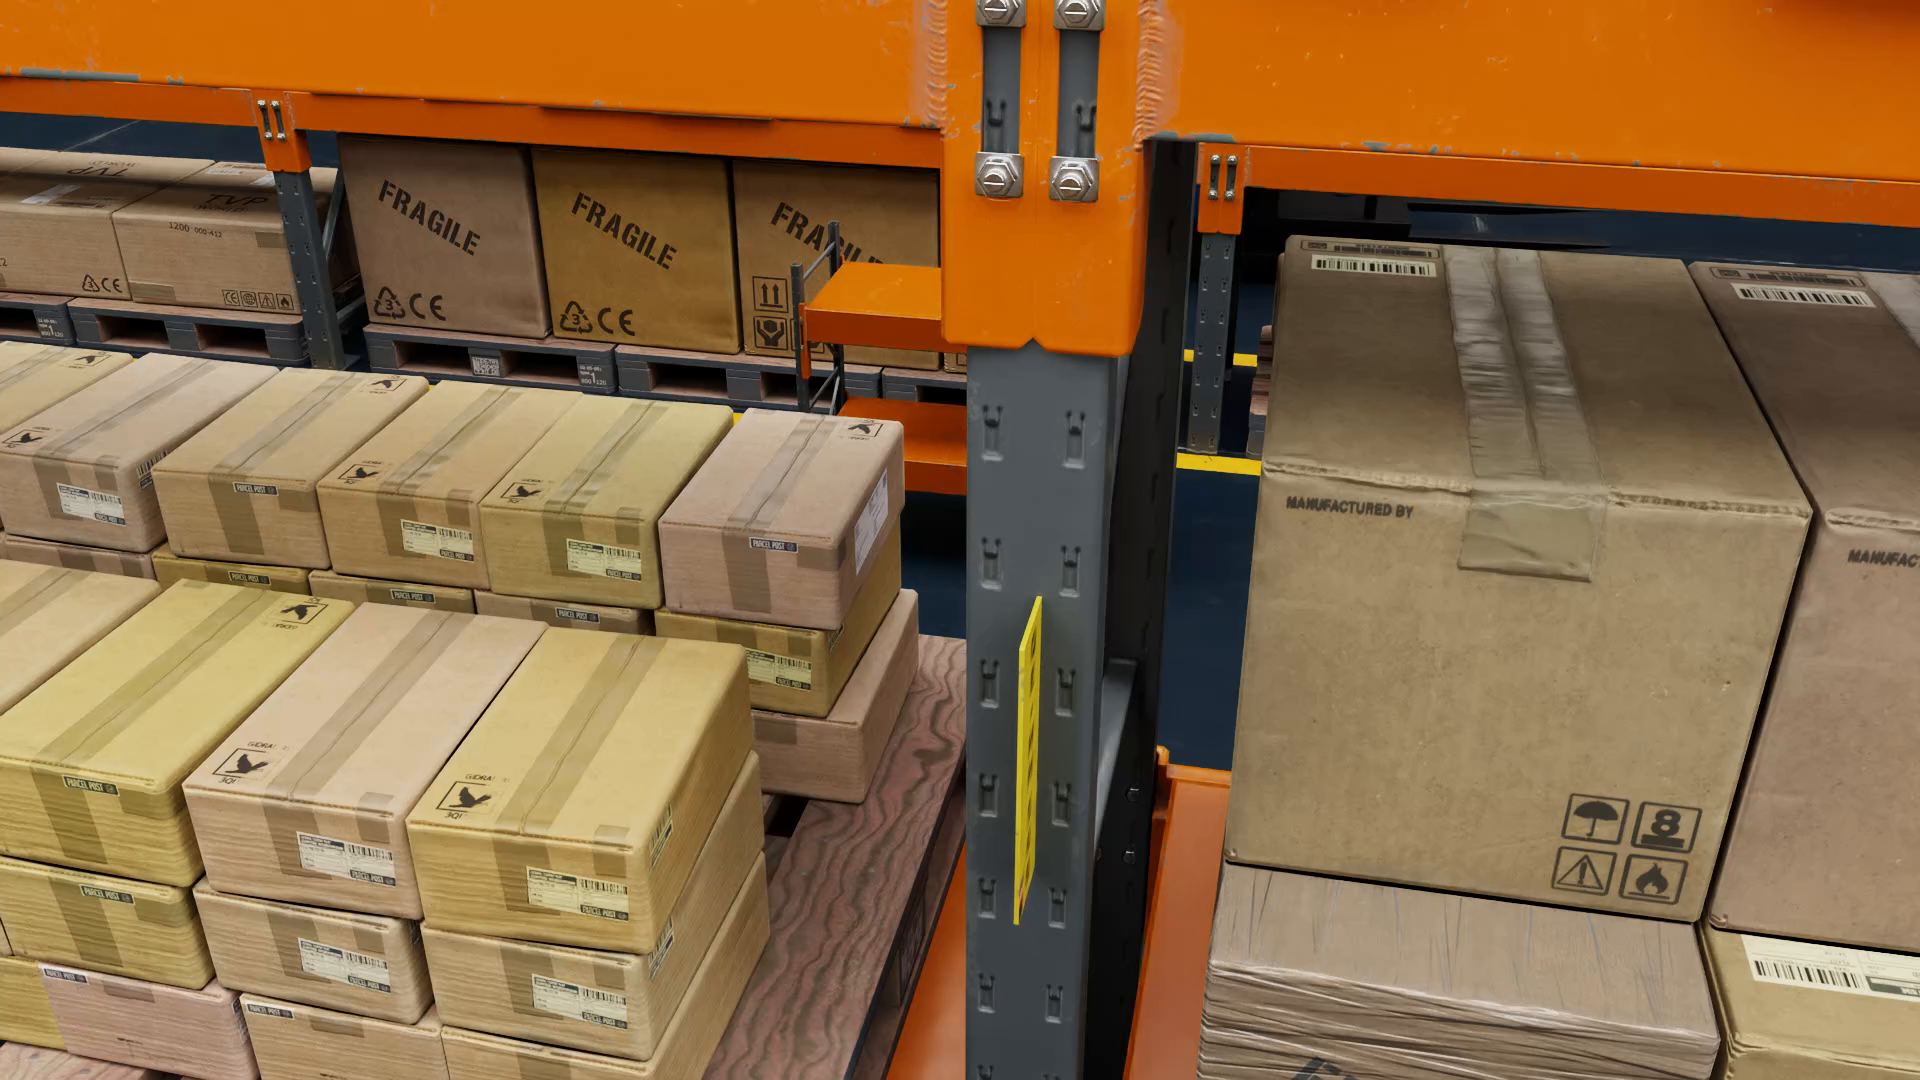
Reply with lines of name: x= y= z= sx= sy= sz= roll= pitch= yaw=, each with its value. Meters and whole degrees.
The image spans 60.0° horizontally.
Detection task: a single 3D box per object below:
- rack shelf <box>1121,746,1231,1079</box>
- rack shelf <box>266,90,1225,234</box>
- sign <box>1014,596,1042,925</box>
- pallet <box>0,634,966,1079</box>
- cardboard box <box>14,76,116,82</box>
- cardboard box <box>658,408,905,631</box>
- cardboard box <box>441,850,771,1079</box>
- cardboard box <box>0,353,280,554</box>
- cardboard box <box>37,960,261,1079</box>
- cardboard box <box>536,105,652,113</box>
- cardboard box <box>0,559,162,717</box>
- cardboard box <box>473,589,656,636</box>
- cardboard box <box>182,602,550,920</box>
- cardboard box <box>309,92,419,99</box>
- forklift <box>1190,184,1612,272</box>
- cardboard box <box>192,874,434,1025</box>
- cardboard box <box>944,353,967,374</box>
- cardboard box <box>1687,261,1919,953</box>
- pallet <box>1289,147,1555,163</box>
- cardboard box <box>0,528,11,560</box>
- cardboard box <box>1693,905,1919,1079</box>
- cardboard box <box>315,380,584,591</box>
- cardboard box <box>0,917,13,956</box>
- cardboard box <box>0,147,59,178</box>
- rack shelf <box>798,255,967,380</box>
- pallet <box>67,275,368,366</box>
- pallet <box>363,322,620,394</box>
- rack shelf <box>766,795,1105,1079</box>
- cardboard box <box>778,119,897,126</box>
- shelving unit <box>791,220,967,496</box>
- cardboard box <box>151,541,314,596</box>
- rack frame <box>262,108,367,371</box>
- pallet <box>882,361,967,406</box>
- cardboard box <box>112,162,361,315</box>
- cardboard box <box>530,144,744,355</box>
rack shelf: x=2.126 y=0.950 z=2.141 sx=4.000 sy=0.370 sz=1.077 roll=6 pitch=29 yaw=11
rack shelf: x=-0.851 y=-1.786 z=7.138 sx=4.000 sy=0.370 sz=1.077 roll=6 pitch=29 yaw=11
sign: x=0.066 y=0.216 z=1.608 sx=0.005 sy=0.325 sz=0.100 roll=6 pitch=29 yaw=11
pallet: x=-0.549 y=0.496 z=2.420 sx=1.003 sy=0.211 sz=1.213 roll=6 pitch=29 yaw=11
cardboard box: x=-3.818 y=-2.322 z=7.263 sx=0.500 sy=0.500 sz=0.500 roll=5 pitch=29 yaw=9
cardboard box: x=-0.246 y=-0.039 z=2.403 sx=0.250 sy=0.149 sz=0.380 roll=6 pitch=29 yaw=11
cardboard box: x=-0.408 y=0.526 z=1.990 sx=0.250 sy=0.149 sz=0.380 roll=6 pitch=29 yaw=11
cardboard box: x=-1.268 y=-0.144 z=2.595 sx=0.250 sy=0.149 sz=0.380 roll=7 pitch=30 yaw=13
cardboard box: x=-0.903 y=0.475 z=2.084 sx=0.250 sy=0.149 sz=0.380 roll=6 pitch=29 yaw=11
cardboard box: x=-1.428 y=-1.958 z=6.860 sx=0.500 sy=0.250 sz=0.500 roll=6 pitch=29 yaw=10
cardboard box: x=-1.168 y=0.187 z=1.989 sx=0.250 sy=0.149 sz=0.380 roll=7 pitch=29 yaw=12
cardboard box: x=-0.527 y=0.060 z=2.531 sx=0.250 sy=0.149 sz=0.380 roll=7 pitch=30 yaw=13
cardboard box: x=-0.650 y=0.238 z=1.896 sx=0.250 sy=0.149 sz=0.380 roll=6 pitch=29 yaw=10
cardboard box: x=-2.432 y=-2.069 z=7.061 sx=0.500 sy=0.250 sz=0.500 roll=5 pitch=29 yaw=9
forklift: x=1.904 y=-2.868 z=8.437 sx=3.031 sy=2.935 sz=1.130 roll=4 pitch=29 yaw=7
cardboard box: x=-0.670 y=0.367 z=1.970 sx=0.250 sy=0.149 sz=0.380 roll=7 pitch=29 yaw=12
cardboard box: x=0.447 y=-1.262 z=7.206 sx=0.875 sy=0.875 sz=0.875 roll=6 pitch=29 yaw=10
cardboard box: x=1.102 y=0.051 z=1.888 sx=0.500 sy=0.500 sz=0.700 roll=5 pitch=29 yaw=10
pallet: x=1.824 y=-1.796 z=6.606 sx=1.003 sy=0.211 sz=1.213 roll=6 pitch=29 yaw=11
cardboard box: x=-1.520 y=-0.042 z=2.718 sx=0.250 sy=0.149 sz=0.380 roll=6 pitch=29 yaw=10
cardboard box: x=1.050 y=0.611 z=1.906 sx=0.500 sy=0.500 sz=0.500 roll=6 pitch=29 yaw=10
cardboard box: x=-0.744 y=-0.091 z=2.498 sx=0.250 sy=0.149 sz=0.380 roll=6 pitch=29 yaw=10
cardboard box: x=-1.172 y=0.317 z=2.062 sx=0.250 sy=0.149 sz=0.380 roll=6 pitch=29 yaw=11
cardboard box: x=-5.156 y=-1.657 z=8.384 sx=0.875 sy=0.438 sz=0.875 roll=7 pitch=29 yaw=12
rack shelf: x=-0.007 y=-0.751 z=5.841 sx=1.000 sy=0.278 sz=0.538 roll=6 pitch=29 yaw=11
pallet: x=-3.534 y=-1.192 z=8.208 sx=1.213 sy=0.211 sz=1.003 roll=6 pitch=29 yaw=11
pallet: x=-2.037 y=-1.037 z=7.925 sx=1.213 sy=0.211 sz=1.003 roll=6 pitch=29 yaw=11
rack shelf: x=-1.786 y=0.549 z=2.874 sx=4.000 sy=0.370 sz=1.077 roll=6 pitch=29 yaw=11
cardboard box: x=-0.436 y=-1.866 z=6.691 sx=0.500 sy=0.250 sz=0.500 roll=6 pitch=29 yaw=10
shelving unit: x=-0.007 y=-0.494 z=5.981 sx=1.048 sy=1.125 sz=0.538 roll=6 pitch=29 yaw=11
cardboard box: x=-1.035 y=0.010 z=2.623 sx=0.250 sy=0.149 sz=0.380 roll=6 pitch=29 yaw=11
rack frame: x=-2.807 y=-2.302 z=7.332 sx=0.127 sy=3.000 sz=1.000 roll=6 pitch=29 yaw=11
pallet: x=0.350 y=-0.793 z=7.478 sx=1.213 sy=0.211 sz=1.003 roll=6 pitch=29 yaw=11
cardboard box: x=-3.399 y=-1.476 z=8.053 sx=0.875 sy=0.438 sz=0.875 roll=5 pitch=29 yaw=10
cardboard box: x=-1.299 y=-1.443 z=7.538 sx=0.875 sy=0.875 sz=0.875 roll=7 pitch=29 yaw=12
